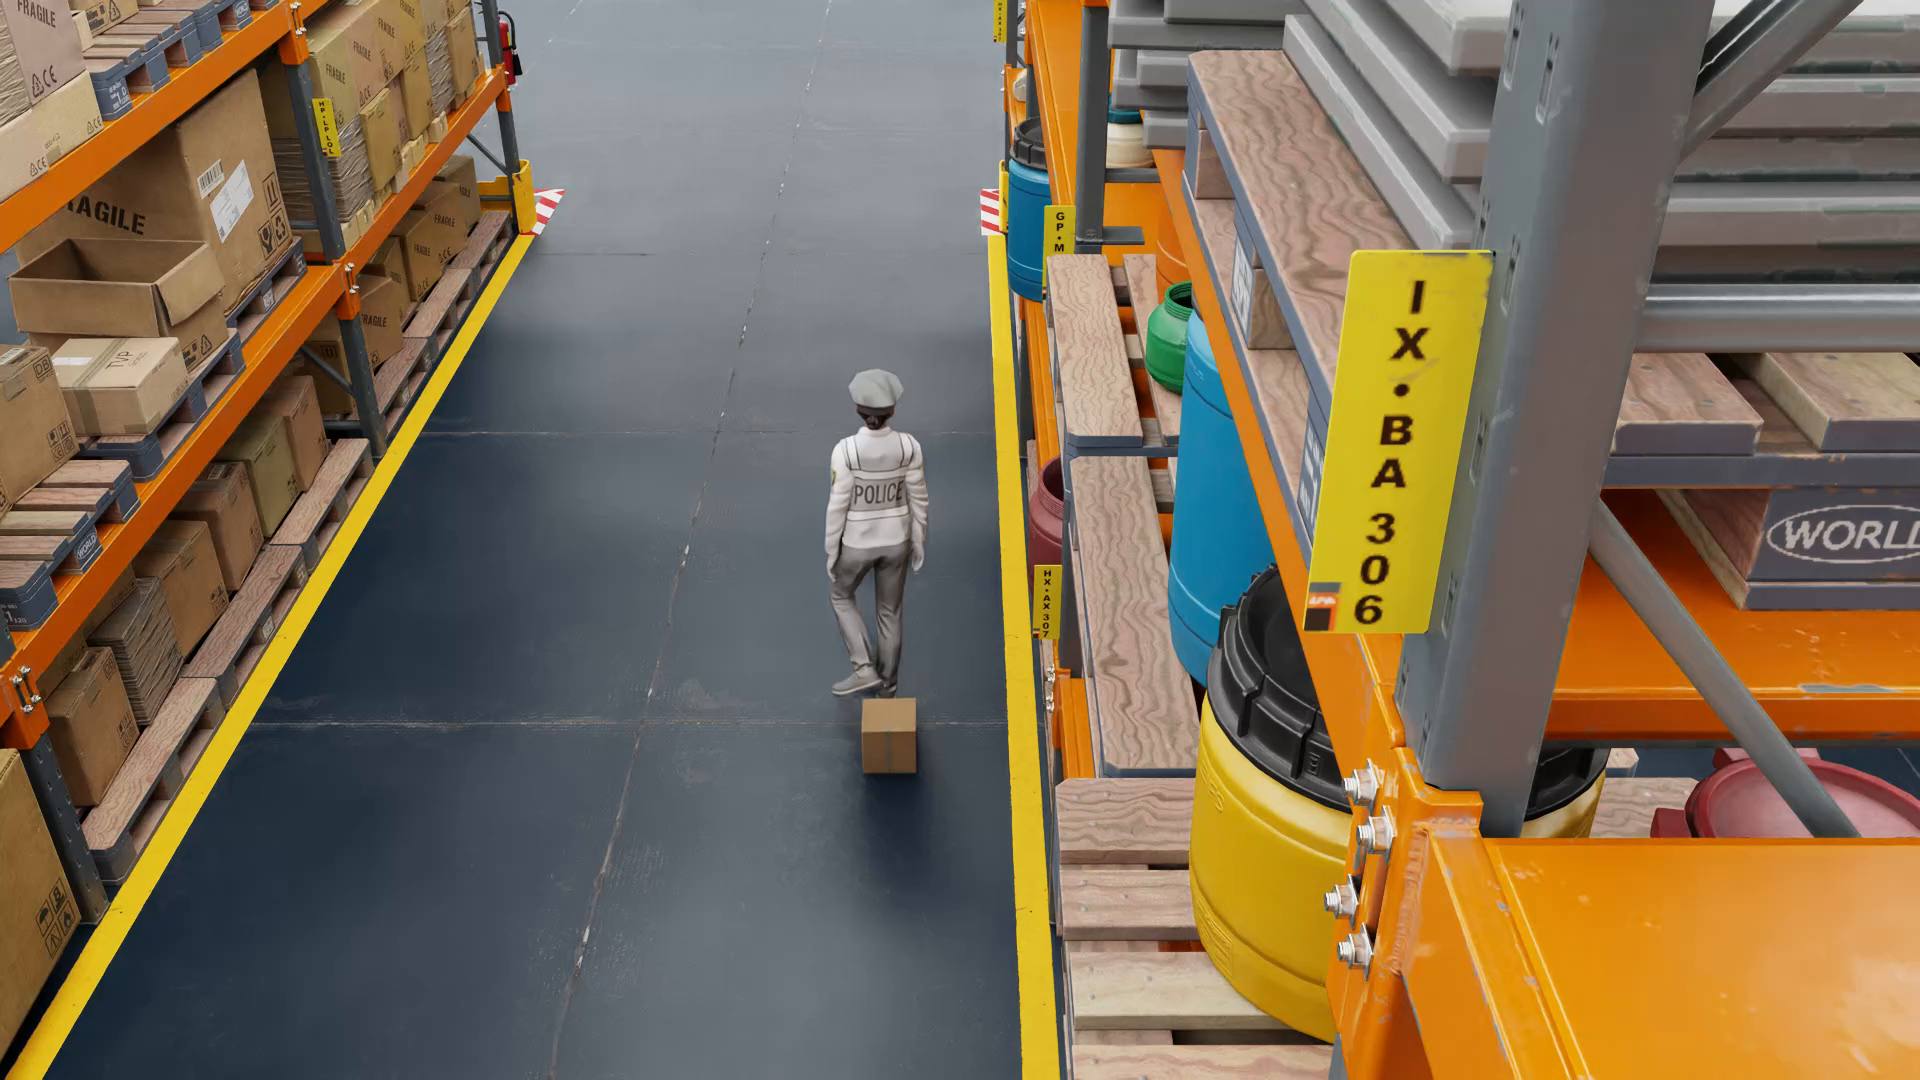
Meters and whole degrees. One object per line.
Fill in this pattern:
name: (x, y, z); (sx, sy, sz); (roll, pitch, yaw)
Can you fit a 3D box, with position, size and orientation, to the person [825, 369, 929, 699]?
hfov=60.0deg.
person: (-0.389, 0.039, 7.837); (0.527, 1.667, 0.480); (-9, 33, -14)
